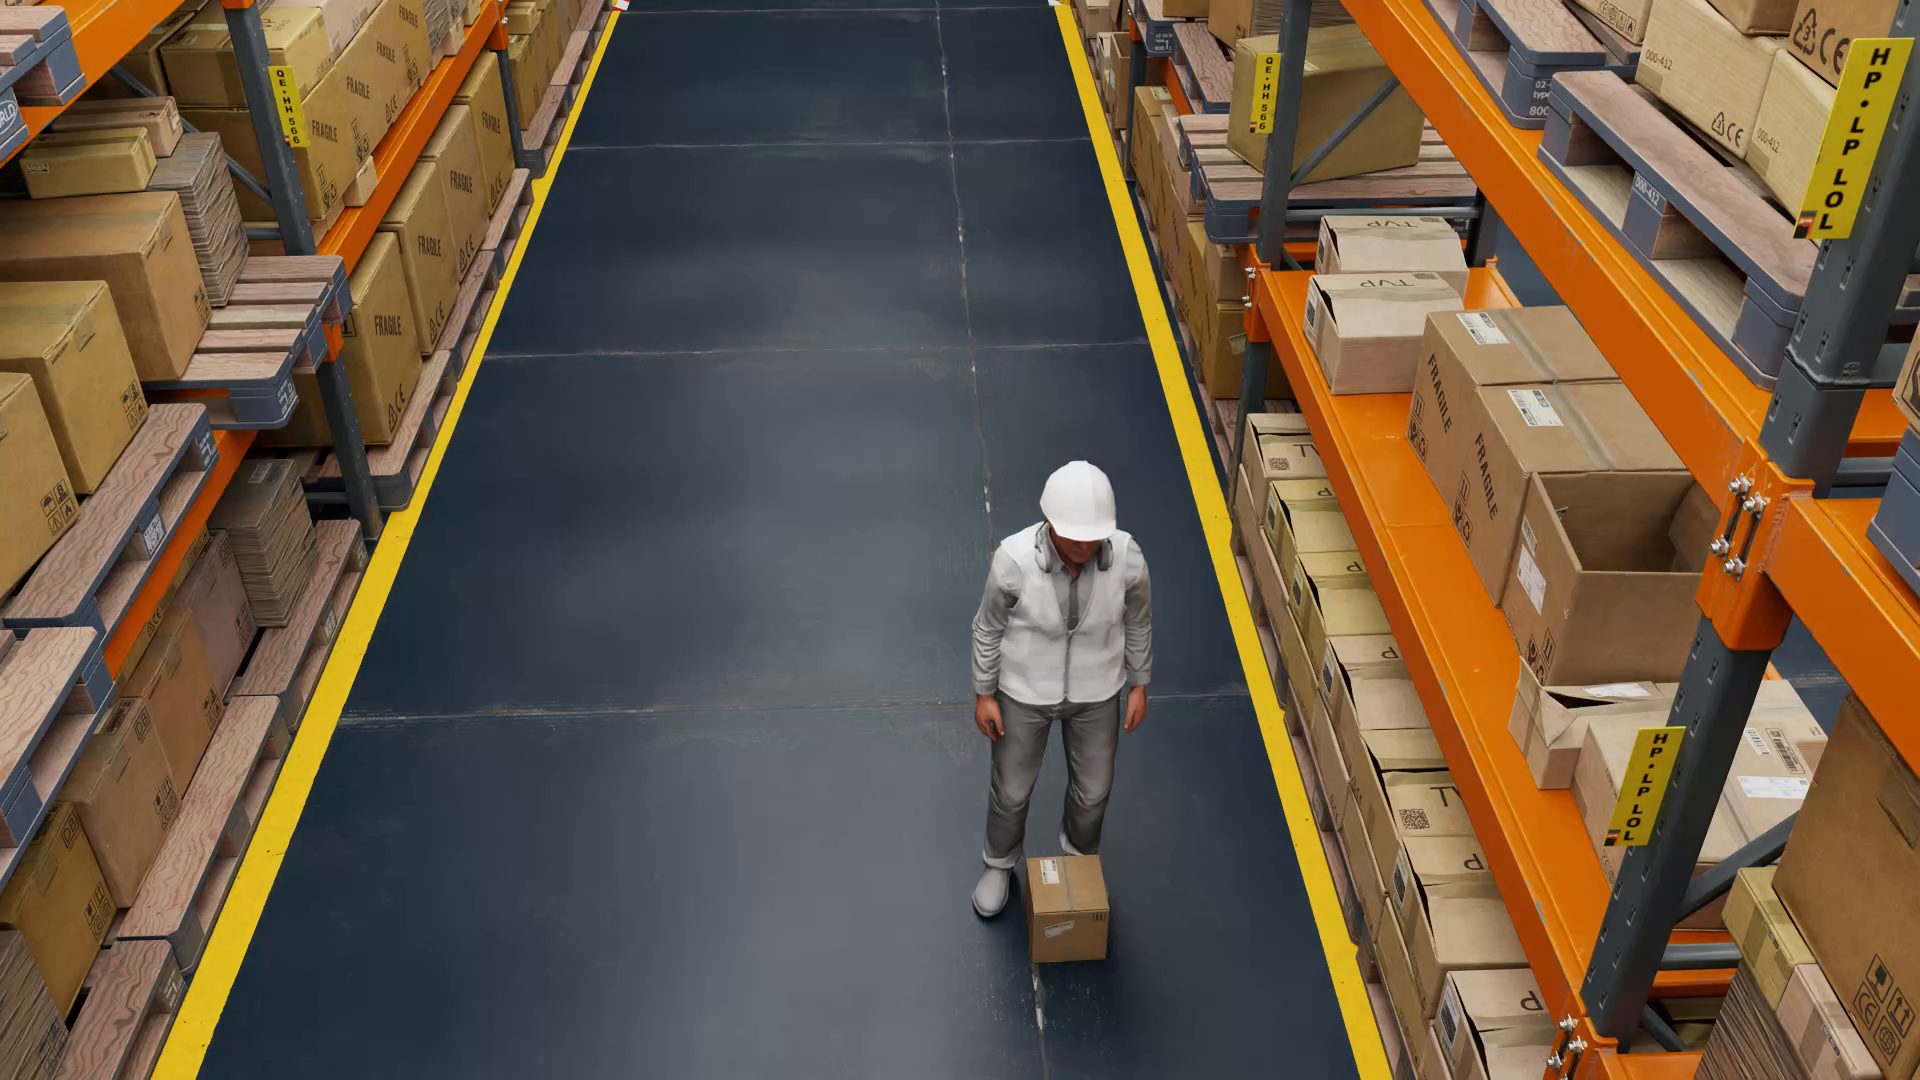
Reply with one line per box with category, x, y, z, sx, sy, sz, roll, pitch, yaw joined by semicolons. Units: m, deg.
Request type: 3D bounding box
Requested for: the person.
person;0.329;0.484;5.430;0.591;1.772;0.460;-3;35;-4
